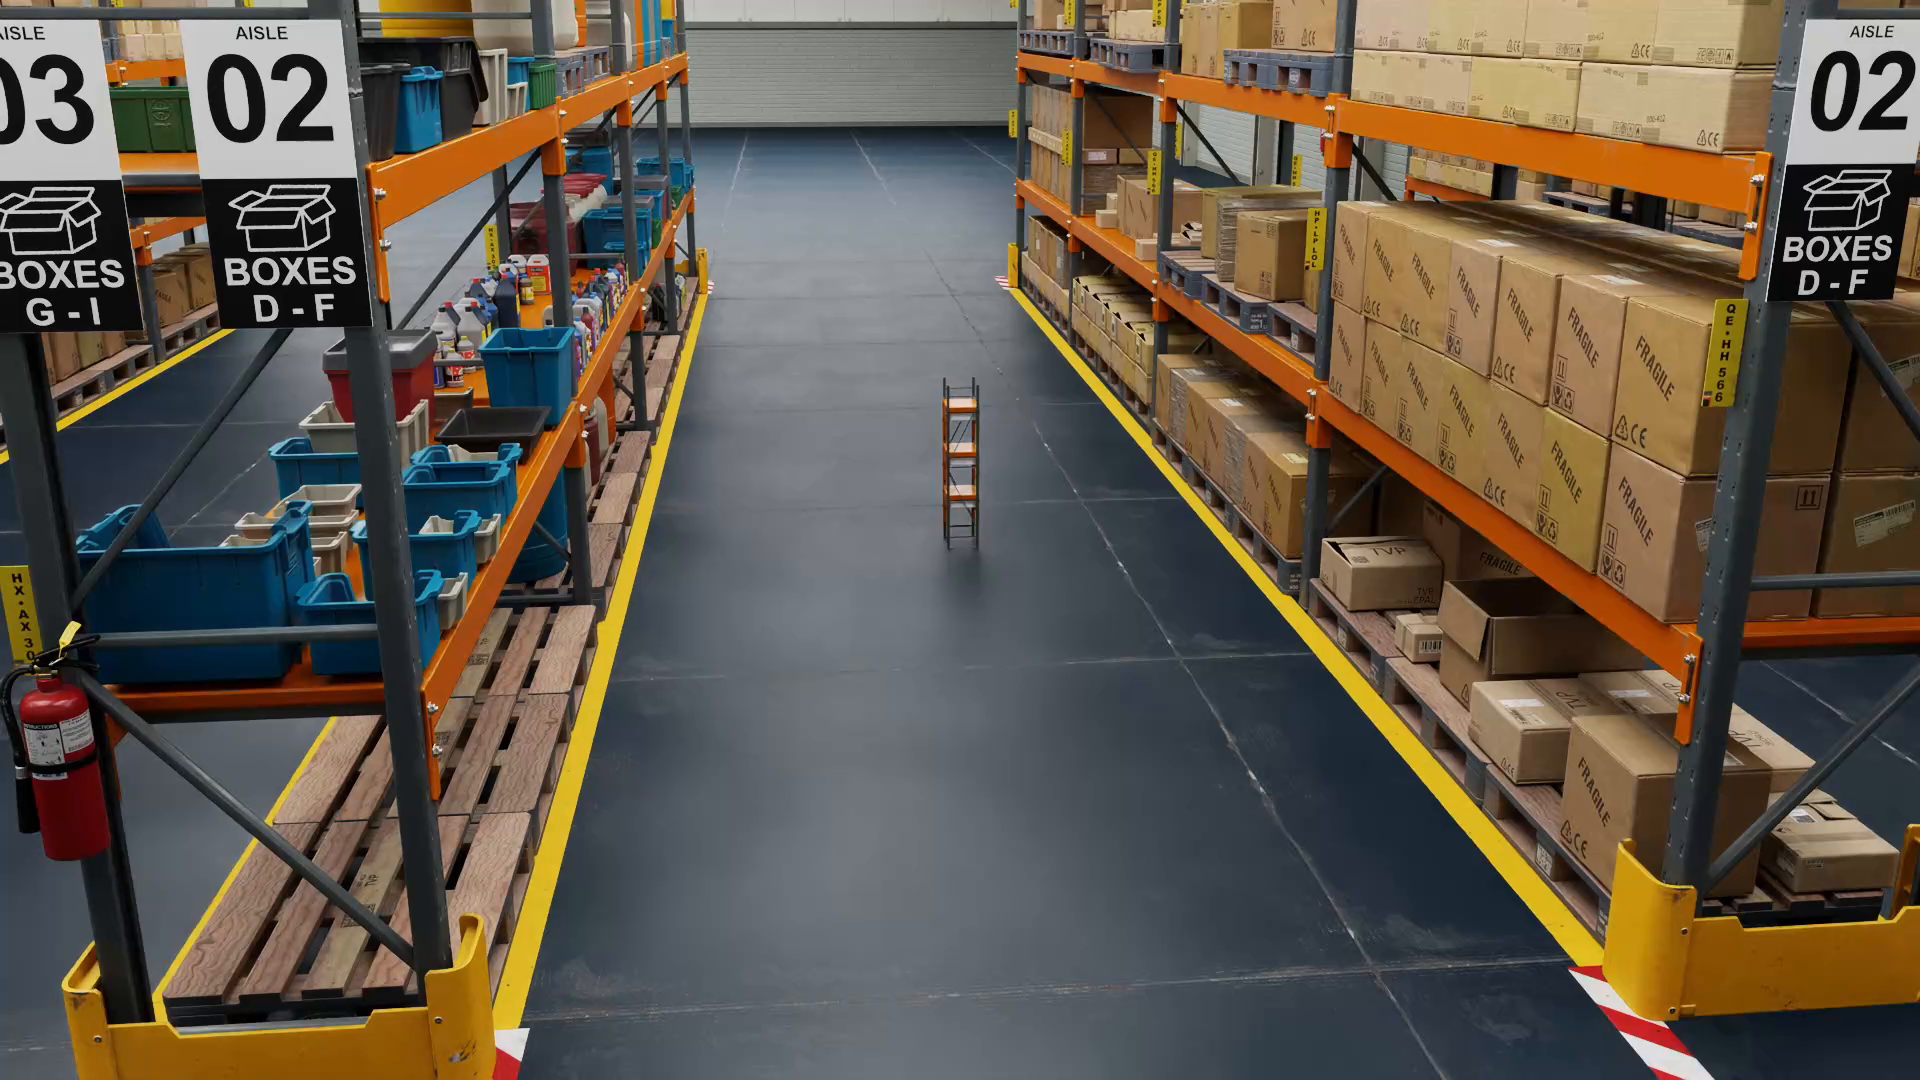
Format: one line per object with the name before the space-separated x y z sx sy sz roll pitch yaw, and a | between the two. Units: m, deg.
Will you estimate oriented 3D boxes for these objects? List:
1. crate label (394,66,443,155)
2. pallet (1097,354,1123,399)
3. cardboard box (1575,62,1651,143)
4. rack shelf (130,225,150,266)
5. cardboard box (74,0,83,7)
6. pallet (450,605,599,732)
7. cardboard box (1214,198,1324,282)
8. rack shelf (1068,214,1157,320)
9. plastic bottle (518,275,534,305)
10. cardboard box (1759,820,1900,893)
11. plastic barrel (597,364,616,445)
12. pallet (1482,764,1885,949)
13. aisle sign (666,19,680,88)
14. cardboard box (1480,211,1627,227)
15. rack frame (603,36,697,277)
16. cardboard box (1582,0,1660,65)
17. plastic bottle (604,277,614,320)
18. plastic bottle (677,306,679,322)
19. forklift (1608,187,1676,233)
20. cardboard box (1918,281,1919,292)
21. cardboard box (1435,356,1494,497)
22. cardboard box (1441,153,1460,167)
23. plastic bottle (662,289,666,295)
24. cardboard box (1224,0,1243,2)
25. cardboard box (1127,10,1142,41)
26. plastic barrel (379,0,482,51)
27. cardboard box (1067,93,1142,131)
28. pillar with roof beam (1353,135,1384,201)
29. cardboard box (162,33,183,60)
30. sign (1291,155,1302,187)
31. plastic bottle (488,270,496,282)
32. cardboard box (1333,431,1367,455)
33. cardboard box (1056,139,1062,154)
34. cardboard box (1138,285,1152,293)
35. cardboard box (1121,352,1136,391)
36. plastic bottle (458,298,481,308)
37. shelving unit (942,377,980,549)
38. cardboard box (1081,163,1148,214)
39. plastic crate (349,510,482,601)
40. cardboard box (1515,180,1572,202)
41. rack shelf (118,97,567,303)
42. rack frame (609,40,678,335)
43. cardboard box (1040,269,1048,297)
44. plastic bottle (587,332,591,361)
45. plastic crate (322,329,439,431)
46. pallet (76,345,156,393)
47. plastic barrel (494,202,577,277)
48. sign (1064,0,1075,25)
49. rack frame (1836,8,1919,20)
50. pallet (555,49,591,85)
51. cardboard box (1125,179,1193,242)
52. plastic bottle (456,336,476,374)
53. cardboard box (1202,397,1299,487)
crate label | -1.852 -1.361 5.244 0.408 0.251 0.502 -2 18 -6
pallet | 1.856 -1.530 15.197 1.003 0.211 1.213 -2 18 -6
cardboard box | 2.494 -1.521 5.758 0.500 0.250 0.500 -2 18 -6
rack shelf | -8.036 -2.199 13.874 1.077 0.370 4.000 -2 18 -6
cardboard box | -8.542 -5.123 15.482 0.500 0.500 0.500 -2 18 -7
pallet | -2.376 0.641 8.283 1.003 0.211 1.213 -2 18 -6
cardboard box | 2.106 -2.037 11.288 0.700 0.500 0.500 1 17 5
rack shelf | 1.818 -2.504 14.845 1.077 0.370 4.000 -2 18 -6
plastic bottle | -3.010 -1.737 11.534 0.097 0.201 0.097 0 17 0
cardboard box | 3.148 1.147 6.040 0.380 0.149 0.250 -2 18 -6
plastic barrel | -2.836 -1.119 12.155 0.600 0.830 0.708 -2 18 -6
pallet | 2.759 1.203 6.494 1.003 0.211 1.213 -2 18 -6
aisle sign | -3.440 -5.754 19.656 0.394 0.787 0.004 -2 18 -6
cardboard box | 2.802 -1.289 7.938 0.500 0.500 0.500 -2 18 -7
rack frame | -3.728 -4.483 19.947 1.000 3.000 0.127 -2 18 -6
cardboard box | 2.491 -1.760 5.683 0.500 0.250 0.500 -2 18 -6
plastic bottle | -2.319 -1.596 10.946 0.061 0.283 0.133 -2 18 -6
plastic bottle | -2.933 -2.335 17.043 0.097 0.201 0.097 0 17 0
forklift | 4.755 -1.620 10.945 1.130 2.935 3.031 4 18 13
cardboard box | 6.924 -1.733 11.575 0.380 0.149 0.250 -2 18 -5
cardboard box | 2.378 -0.494 7.075 0.500 0.500 0.500 -2 18 -6
cardboard box | 5.964 -4.631 19.386 0.500 0.500 0.500 -2 18 -7
plastic bottle | -3.121 -2.492 17.427 0.097 0.271 0.097 0 17 0
cardboard box | 2.116 -3.925 11.327 0.500 0.500 0.500 -2 18 -6
cardboard box | 1.748 -4.431 14.325 0.500 0.250 0.500 -3 18 -10
plastic barrel | -2.786 -2.894 8.865 0.600 0.588 0.600 0 17 0
cardboard box | 1.506 -4.392 17.326 0.700 0.500 0.500 -2 18 -6
pillar with roof beam | 2.158 -9.124 24.715 9.100 9.000 0.400 -2 18 -6
cardboard box | -8.134 -4.945 16.664 0.500 0.250 0.500 -2 18 -8
sign | 2.563 -2.785 12.740 0.100 0.325 0.005 -2 18 -6
plastic bottle | -3.140 -1.657 11.141 0.061 0.283 0.133 -2 18 -6
cardboard box | 2.563 -0.387 10.340 0.500 0.500 0.500 -2 17 -5
cardboard box | 1.241 -4.253 17.965 0.380 0.149 0.250 -1 17 -4
cardboard box | 1.999 -2.332 16.051 0.500 0.311 0.500 -1 17 -4
cardboard box | 1.671 -1.442 14.152 0.500 0.250 0.500 -2 18 -6
plastic bottle | -2.980 -1.324 10.093 0.152 0.276 0.135 -2 18 -6
shelving unit | 0.005 -0.485 10.469 0.215 1.050 0.252 -2 18 -6
cardboard box | 1.560 -3.622 17.041 0.700 0.500 0.500 -2 18 -7
plastic crate | -1.844 0.056 5.671 0.416 0.233 0.300 -2 18 -6
cardboard box | 6.188 -3.667 17.566 0.500 0.250 0.500 -2 18 -6
rack shelf | -2.284 -1.399 6.320 1.077 0.370 4.000 -2 18 -6
rack frame | -3.316 -3.291 16.151 1.000 3.000 0.127 -2 18 -6
cardboard box | 1.186 -2.909 18.826 0.500 0.250 0.500 -2 18 -6
plastic bottle | -2.192 -1.136 9.618 0.097 0.201 0.097 0 17 0
plastic crate | -2.648 -0.693 7.669 0.402 0.464 0.583 -2 18 -6
pallet | -8.160 -1.576 15.343 1.003 0.211 1.213 -2 18 -6
plastic barrel | -3.252 -2.293 12.746 0.600 0.536 0.708 -2 18 -6
sign | 1.060 -5.141 16.041 0.100 0.325 0.005 -2 18 -6
rack frame | 2.853 -2.730 4.349 0.949 2.616 0.053 -2 18 -6
pallet | -2.788 -2.817 9.949 1.003 0.211 1.213 -2 18 -6
cardboard box | 1.781 -2.955 14.915 0.500 0.500 0.500 -2 18 -6
plastic bottle | -2.768 -1.038 9.308 0.097 0.201 0.097 0 17 0
cardboard box | 1.952 -0.663 11.220 0.500 0.500 0.500 -2 18 -8
